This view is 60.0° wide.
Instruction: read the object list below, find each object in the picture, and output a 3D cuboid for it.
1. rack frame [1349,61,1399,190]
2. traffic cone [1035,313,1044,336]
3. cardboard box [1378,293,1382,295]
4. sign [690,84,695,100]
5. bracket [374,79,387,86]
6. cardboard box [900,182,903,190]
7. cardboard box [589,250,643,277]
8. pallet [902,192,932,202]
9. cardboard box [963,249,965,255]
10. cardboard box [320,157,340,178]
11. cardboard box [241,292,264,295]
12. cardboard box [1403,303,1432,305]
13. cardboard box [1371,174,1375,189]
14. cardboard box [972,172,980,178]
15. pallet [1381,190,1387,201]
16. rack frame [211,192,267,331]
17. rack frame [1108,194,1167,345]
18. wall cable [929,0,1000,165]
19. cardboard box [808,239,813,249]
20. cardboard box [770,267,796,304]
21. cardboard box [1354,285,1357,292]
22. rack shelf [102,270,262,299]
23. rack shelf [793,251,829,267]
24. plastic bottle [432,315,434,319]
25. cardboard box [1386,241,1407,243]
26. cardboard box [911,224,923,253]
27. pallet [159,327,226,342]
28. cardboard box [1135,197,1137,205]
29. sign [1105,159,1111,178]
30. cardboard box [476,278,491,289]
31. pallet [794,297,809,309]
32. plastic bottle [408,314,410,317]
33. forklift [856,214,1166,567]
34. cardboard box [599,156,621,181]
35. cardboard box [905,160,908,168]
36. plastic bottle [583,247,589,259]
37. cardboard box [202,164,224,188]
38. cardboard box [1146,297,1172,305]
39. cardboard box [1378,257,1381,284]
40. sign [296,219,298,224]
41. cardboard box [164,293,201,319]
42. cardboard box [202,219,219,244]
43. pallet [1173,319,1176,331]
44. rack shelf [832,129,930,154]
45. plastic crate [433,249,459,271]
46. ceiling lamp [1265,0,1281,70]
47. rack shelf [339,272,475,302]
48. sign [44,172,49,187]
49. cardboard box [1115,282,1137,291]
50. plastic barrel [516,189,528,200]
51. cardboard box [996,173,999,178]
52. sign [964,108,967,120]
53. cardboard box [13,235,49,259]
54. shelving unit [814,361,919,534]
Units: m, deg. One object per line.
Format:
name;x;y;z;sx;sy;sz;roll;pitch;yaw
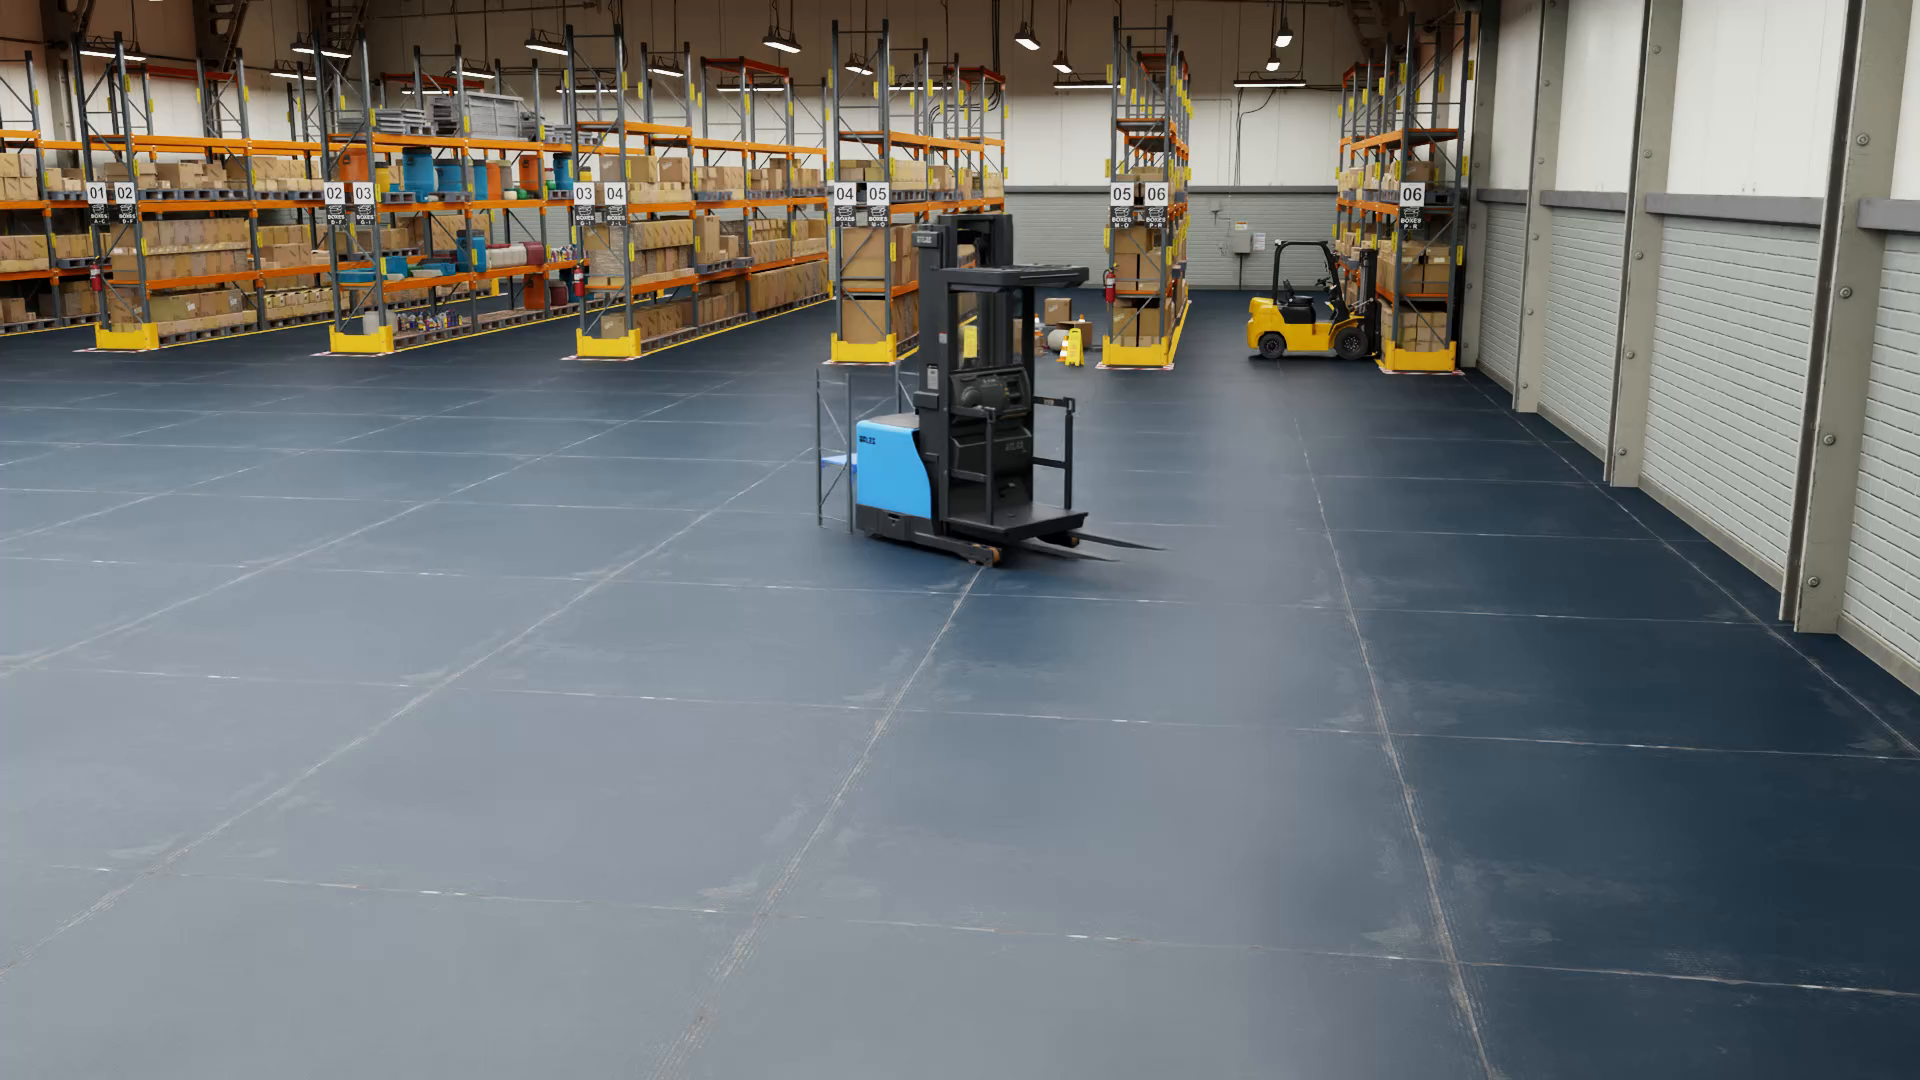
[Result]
rack frame;9.900;-9.893;39.794;1.000;3.000;0.127;2;12;9
traffic cone;1.628;-4.611;35.547;0.336;0.463;0.334;2;12;9
cardboard box;9.175;-5.042;36.168;0.875;0.625;0.625;2;12;10
sign;-5.495;-9.182;34.093;0.100;0.325;0.005;2;12;9
bracket;-18.526;-14.606;53.120;0.235;0.232;0.430;2;12;9
cardboard box;-1.272;-6.578;30.896;0.380;0.149;0.250;2;12;9
cardboard box;-6.531;-5.251;31.553;0.875;0.500;0.500;2;12;9
pallet;-1.050;-7.159;34.685;0.805;0.209;1.217;1;12;6
cardboard box;-0.098;-6.820;39.374;0.380;0.149;0.250;2;12;11
cardboard box;-15.127;-9.025;40.276;0.500;0.500;0.500;2;12;9
cardboard box;-15.963;-5.435;37.548;0.500;0.311;0.500;2;12;10
cardboard box;8.631;-4.325;31.356;0.500;0.250;0.500;2;12;9
cardboard box;8.658;-7.290;33.814;0.500;0.311;0.500;1;12;7
cardboard box;0.372;-9.145;41.665;0.380;0.149;0.250;2;12;8
pallet;8.564;-6.539;31.564;1.003;0.211;1.213;2;12;9
rack frame;-15.816;-6.098;36.424;1.000;3.000;0.127;2;12;9
rack frame;3.149;-4.622;29.577;1.000;3.000;0.127;2;12;9
wall cable;0.093;-13.845;50.495;2.277;5.999;0.120;2;12;9
cardboard box;-4.227;-7.916;44.513;0.500;0.250;0.500;2;12;9
cardboard box;-4.876;-6.474;42.217;1.225;0.875;0.875;2;12;9
cardboard box;9.342;-5.814;38.505;0.380;0.149;0.250;1;12;6
rack shelf;-16.123;-5.330;34.568;1.077;0.370;4.000;2;12;9
rack shelf;-4.490;-7.506;44.666;1.077;0.370;4.000;2;12;9
plastic bottle;-10.950;-4.543;34.612;0.061;0.283;0.133;2;12;9
cardboard box;8.346;-5.639;31.811;0.380;0.149;0.250;2;12;8
cardboard box;-1.203;-6.001;33.058;0.875;0.550;0.550;2;12;9
pallet;-16.165;-4.316;34.774;1.003;0.211;1.213;2;12;9
cardboard box;3.008;-6.156;30.171;0.380;0.149;0.250;2;12;10
sign;2.604;-6.543;29.271;0.100;0.325;0.005;2;12;9
cardboard box;-13.810;-7.468;47.670;0.500;0.500;0.500;2;12;9
pallet;-4.603;-6.234;43.675;1.003;0.211;1.213;2;12;9
plastic bottle;-11.552;-4.597;34.863;0.061;0.283;0.133;2;12;11
forklift;0.423;-1.324;14.438;1.130;2.935;3.031;-12;17;-43
cardboard box;-6.655;-7.179;32.192;0.500;0.500;0.500;2;12;9
cardboard box;-1.195;-7.073;31.298;0.380;0.149;0.250;2;12;8
plastic bottle;-9.538;-7.337;42.293;0.144;0.351;0.185;2;12;9
cardboard box;-16.154;-7.790;35.592;0.500;0.500;0.500;3;13;13
cardboard box;3.938;-4.551;32.996;0.500;0.500;0.500;2;12;8
cardboard box;8.280;-5.151;31.793;0.500;0.500;0.500;2;12;10
sign;-19.413;-9.236;48.746;0.100;0.325;0.005;2;12;9
cardboard box;-15.989;-4.806;34.179;0.500;0.500;0.500;2;12;9
cardboard box;-16.032;-6.479;34.875;0.700;0.500;0.500;2;12;9
pallet;4.258;-4.762;36.844;1.003;0.211;1.213;2;12;9
rack shelf;-1.450;-7.563;31.642;1.077;0.370;4.000;2;12;9
plastic crate;-11.150;-6.078;36.183;0.402;0.464;0.583;2;12;9
ceiling lamp;7.599;-12.643;38.700;0.800;3.185;2.000;2;12;9
rack shelf;-11.229;-5.168;33.820;1.077;0.370;4.000;2;12;9
sign;-20.174;-7.960;36.721;0.100;0.325;0.005;2;12;9
cardboard box;2.995;-4.584;29.997;0.380;0.149;0.250;2;12;11
plastic barrel;-10.294;-8.106;38.994;0.294;0.245;0.294;0;12;0
cardboard box;0.835;-9.686;44.176;0.380;0.149;0.250;2;12;10
sign;0.167;-11.538;45.022;0.100;0.325;0.005;2;12;9
cardboard box;-20.478;-6.452;36.597;0.500;0.500;0.500;2;12;9
shelving unit;-0.813;-0.901;15.868;1.048;1.500;0.538;-11;17;-42
